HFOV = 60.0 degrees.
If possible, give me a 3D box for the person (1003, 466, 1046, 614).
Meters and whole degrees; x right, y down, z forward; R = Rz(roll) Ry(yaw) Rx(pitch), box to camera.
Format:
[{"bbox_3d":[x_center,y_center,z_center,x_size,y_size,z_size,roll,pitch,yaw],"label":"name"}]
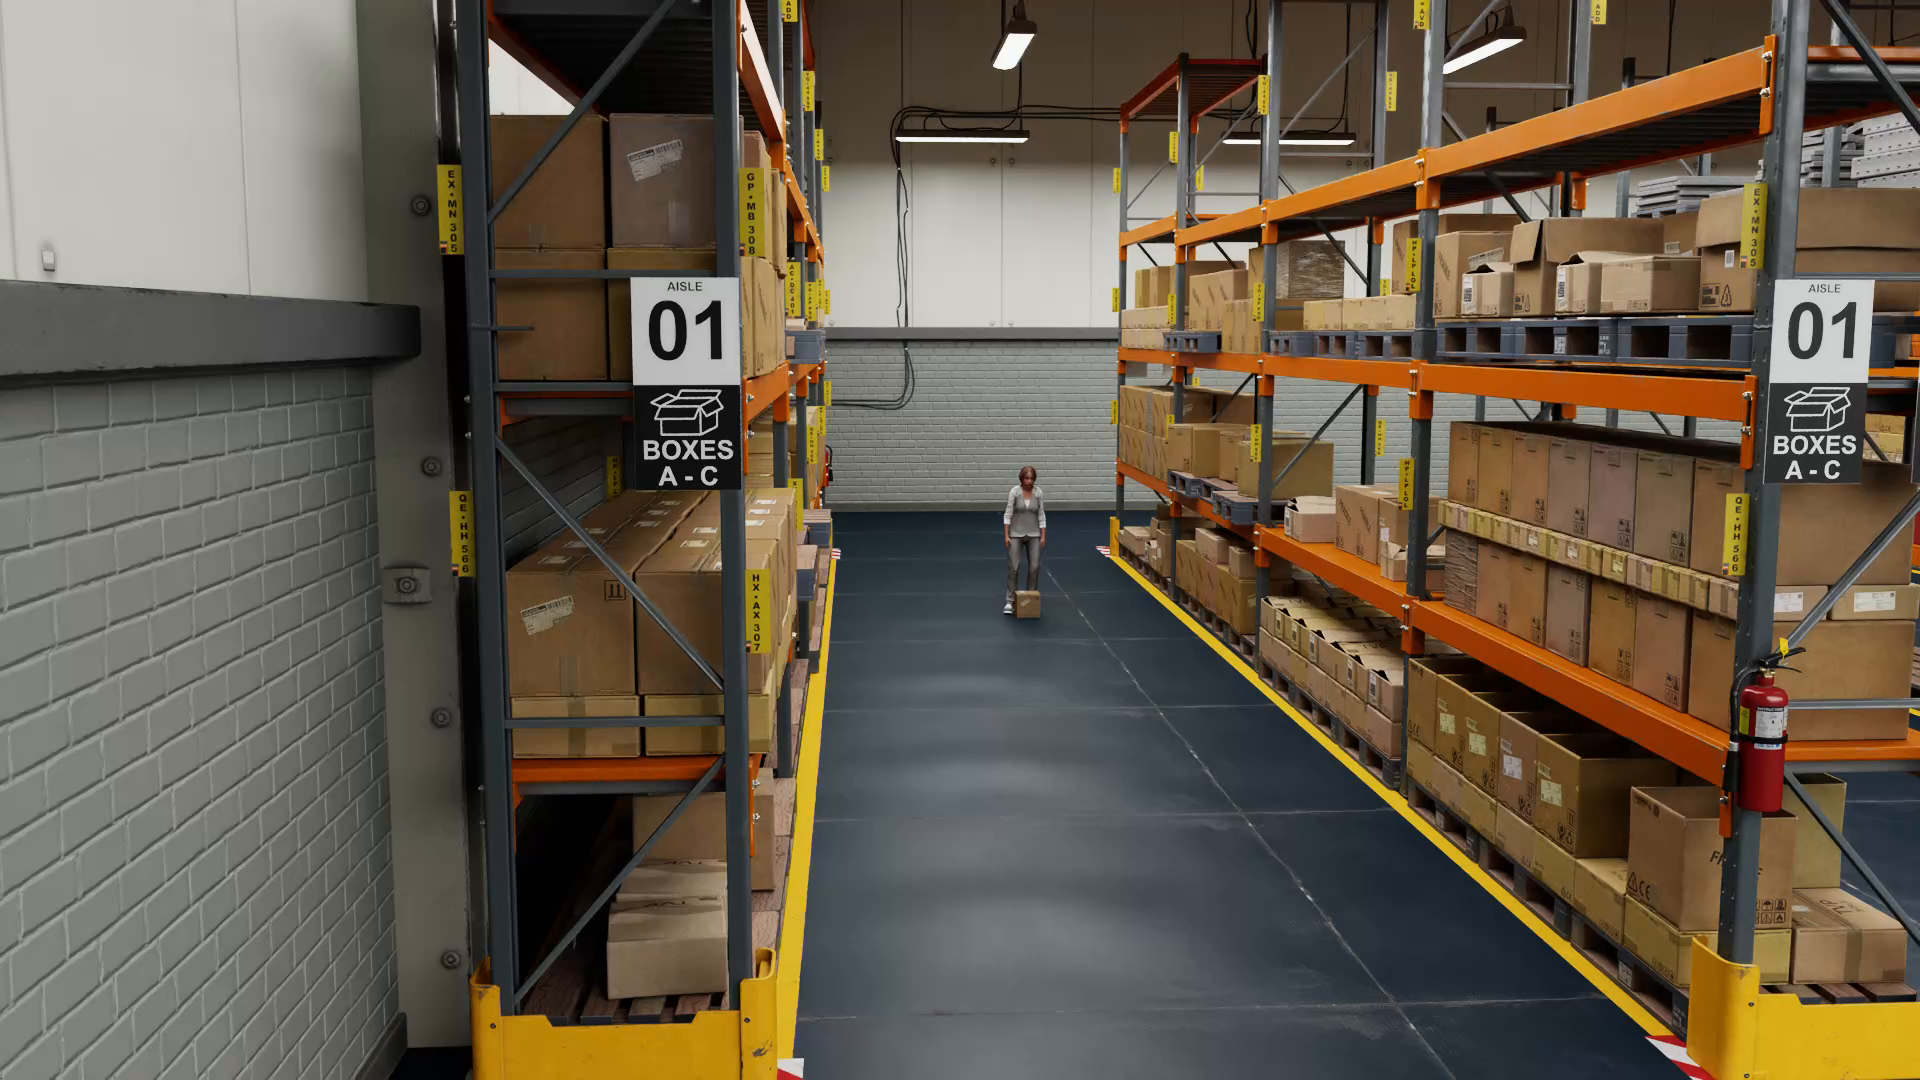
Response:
[{"bbox_3d":[0.694,-0.010,17.884,0.476,1.592,0.348,-1,7,-7],"label":"person"}]
